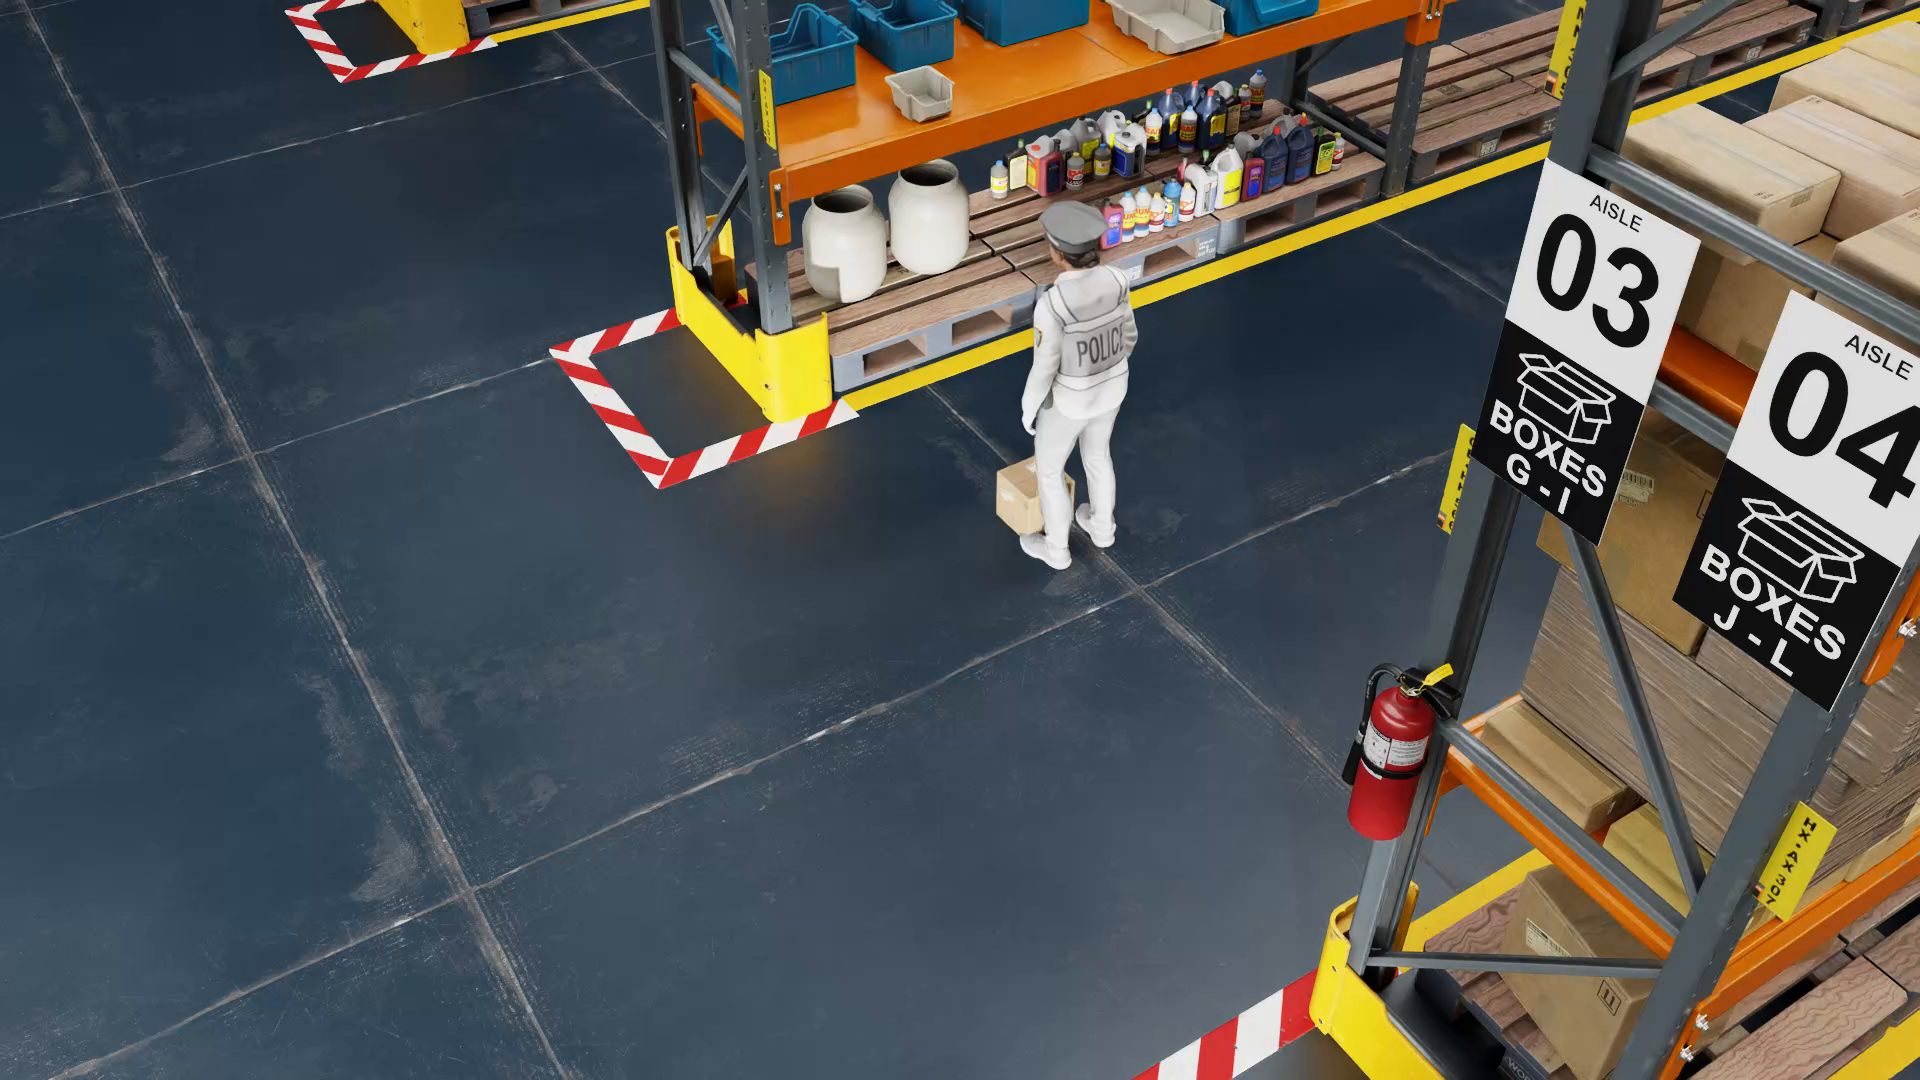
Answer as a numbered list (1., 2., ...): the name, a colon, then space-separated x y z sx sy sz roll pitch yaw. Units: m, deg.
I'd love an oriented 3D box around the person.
1. person: 0.477 -0.591 6.834 0.516 1.663 0.367 -24 47 -25
